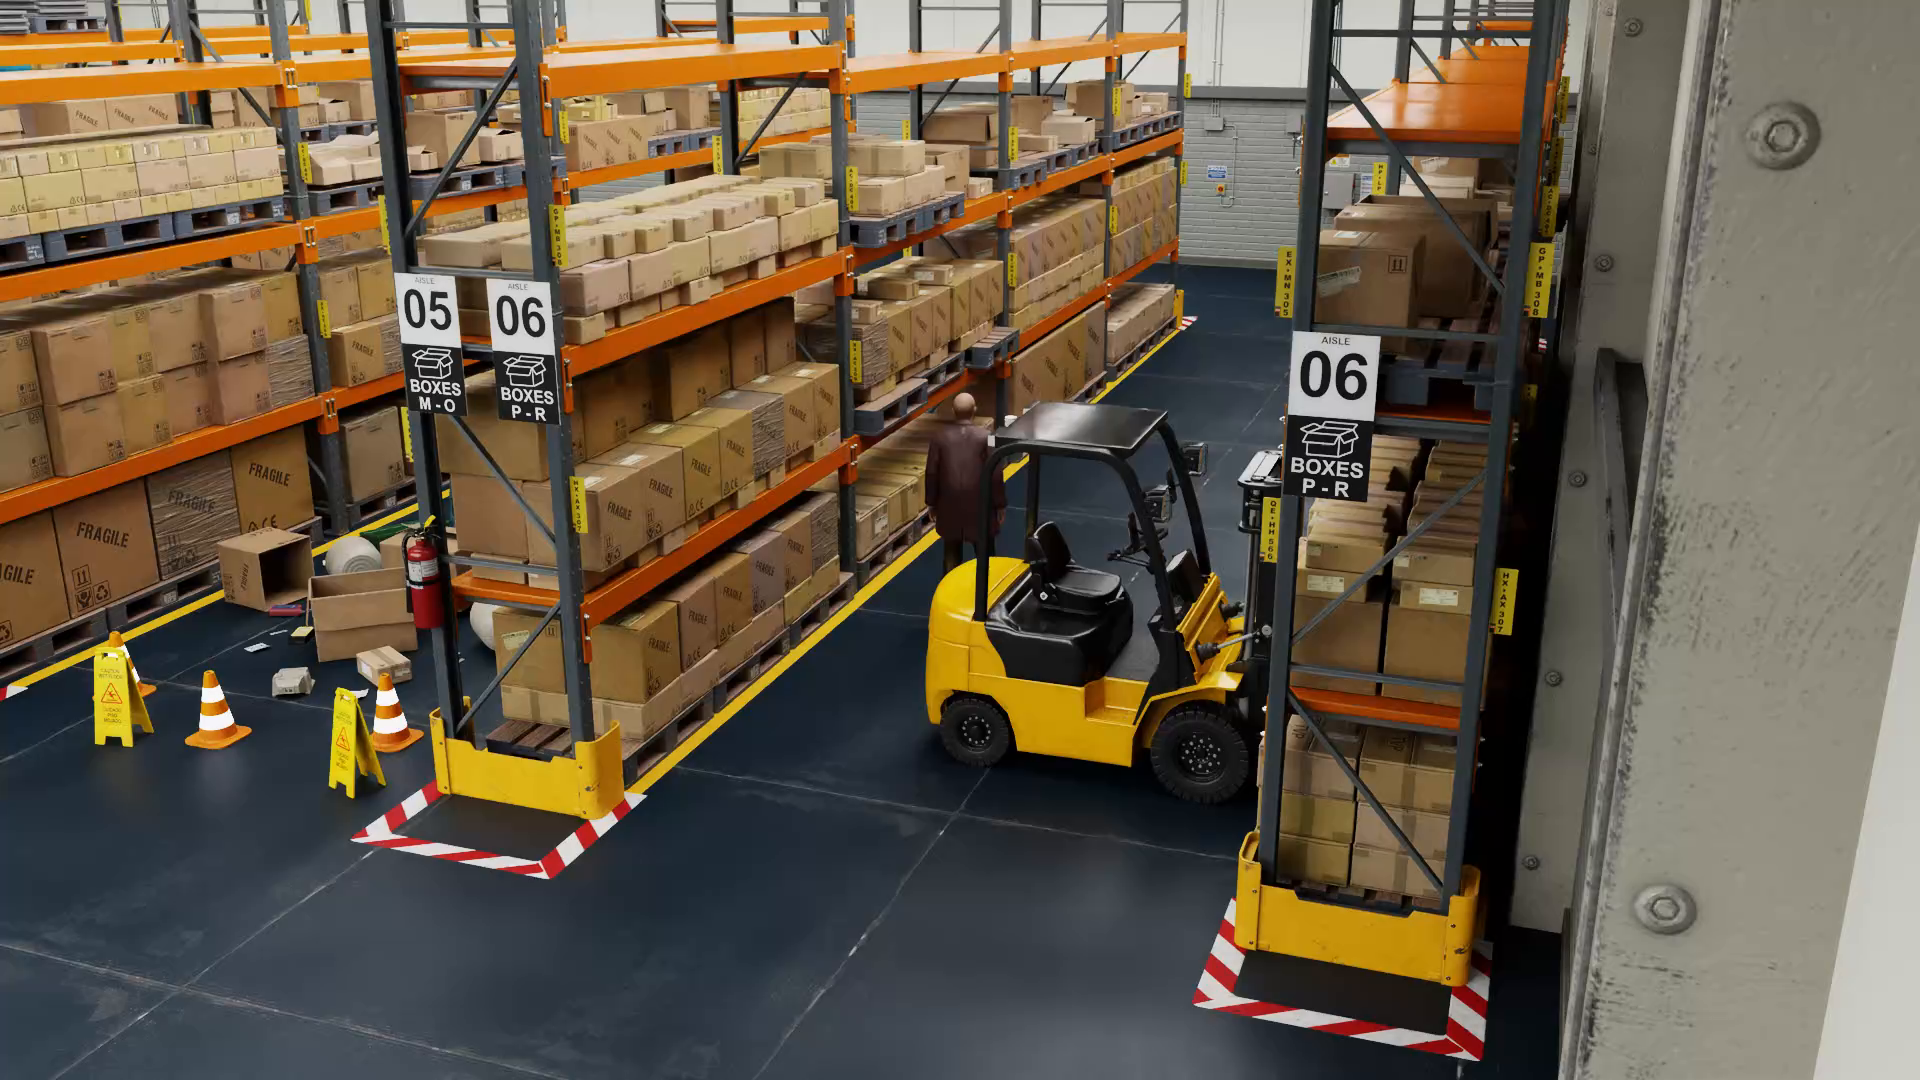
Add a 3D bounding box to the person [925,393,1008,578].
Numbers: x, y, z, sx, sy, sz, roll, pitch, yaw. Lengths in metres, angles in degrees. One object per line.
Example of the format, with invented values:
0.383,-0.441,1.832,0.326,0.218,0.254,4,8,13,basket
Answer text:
0.045,-0.260,12.867,0.653,1.774,0.426,4,19,12,person
